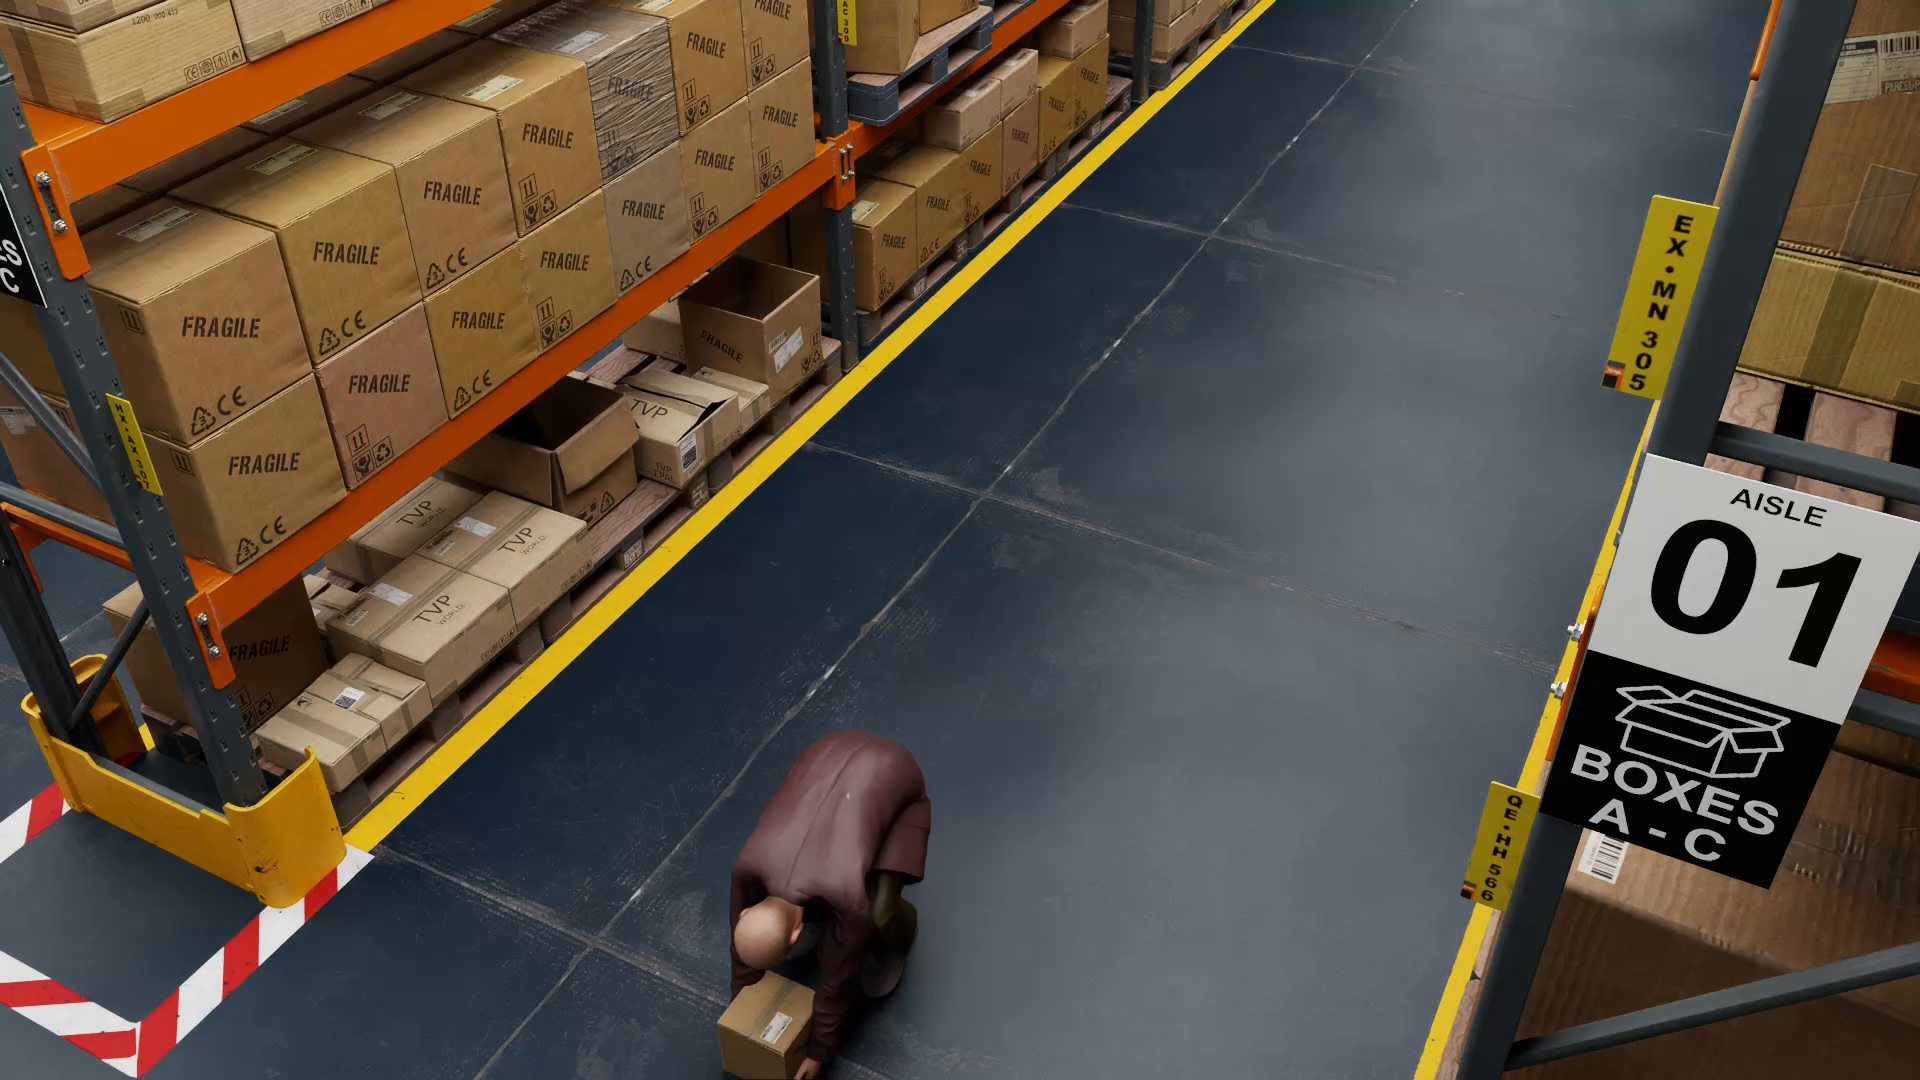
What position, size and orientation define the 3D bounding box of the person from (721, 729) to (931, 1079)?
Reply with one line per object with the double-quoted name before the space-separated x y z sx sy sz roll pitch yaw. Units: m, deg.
"person" -0.434 1.156 5.407 0.593 0.898 0.953 16 40 20
